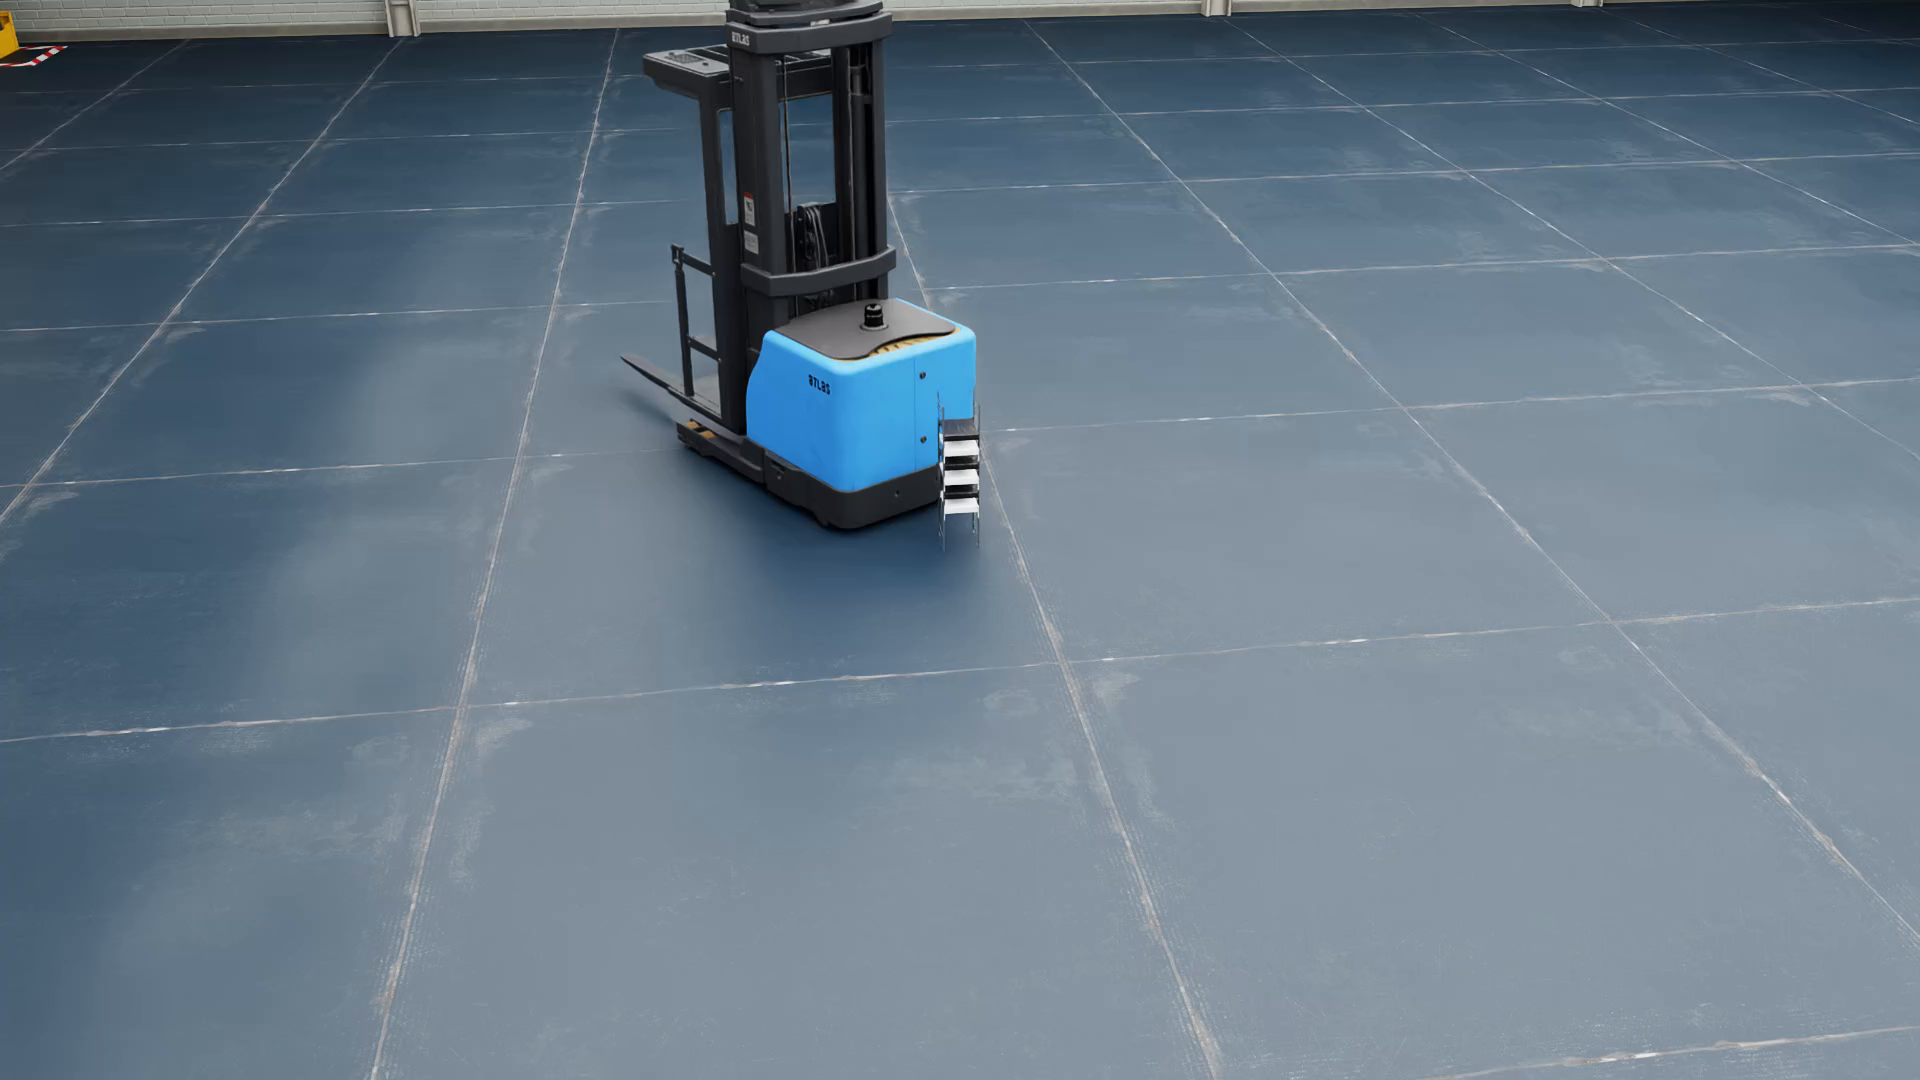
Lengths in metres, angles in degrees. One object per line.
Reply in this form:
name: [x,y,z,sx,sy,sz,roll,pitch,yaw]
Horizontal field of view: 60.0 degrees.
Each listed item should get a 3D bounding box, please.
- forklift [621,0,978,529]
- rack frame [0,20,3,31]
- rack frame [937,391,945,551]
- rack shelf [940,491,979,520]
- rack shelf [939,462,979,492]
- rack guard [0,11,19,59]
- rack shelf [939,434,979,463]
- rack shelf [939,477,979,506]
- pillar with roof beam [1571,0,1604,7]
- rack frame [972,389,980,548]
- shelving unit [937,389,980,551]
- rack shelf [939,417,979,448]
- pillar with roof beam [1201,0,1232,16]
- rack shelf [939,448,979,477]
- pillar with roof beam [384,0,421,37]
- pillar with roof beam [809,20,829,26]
forklift: [-1.205,-1.973,10.385,1.130,2.935,3.031,-20,33,-34]
rack frame: [-13.104,-7.858,21.779,0.127,3.000,1.000,-4,27,-7]
rack frame: [-0.109,-0.393,9.531,0.006,0.900,0.240,-4,27,-7]
rack shelf: [-0.008,-0.210,9.641,0.200,0.077,0.258,-4,27,-7]
rack shelf: [-0.008,-0.370,9.559,0.200,0.077,0.258,-4,27,-7]
rack guard: [-13.080,-6.748,22.353,0.348,0.500,1.175,-4,27,-7]
rack shelf: [-0.008,-0.530,9.477,0.200,0.077,0.258,-4,27,-7]
rack shelf: [-0.008,-0.290,9.600,0.200,0.077,0.258,-4,27,-7]
pillar with roof beam: [10.447,-10.471,20.300,0.400,9.000,9.100,-4,27,-7]
rack frame: [0.093,-0.406,9.556,0.006,0.900,0.240,-4,27,-7]
shelving unit: [-0.008,-0.400,9.544,0.210,0.900,0.258,-4,27,-7]
rack shelf: [-0.008,-0.610,9.436,0.200,0.077,0.258,-4,27,-7]
pillar with roof beam: [4.505,-10.089,19.556,0.400,9.000,9.100,-4,27,-7]
rack shelf: [-0.008,-0.450,9.518,0.200,0.077,0.258,-4,27,-7]
pillar with roof beam: [-7.378,-9.326,18.068,0.400,9.000,9.100,-4,27,-7]
pillar with roof beam: [-1.436,-9.708,18.812,0.400,9.000,9.100,-4,27,-7]
